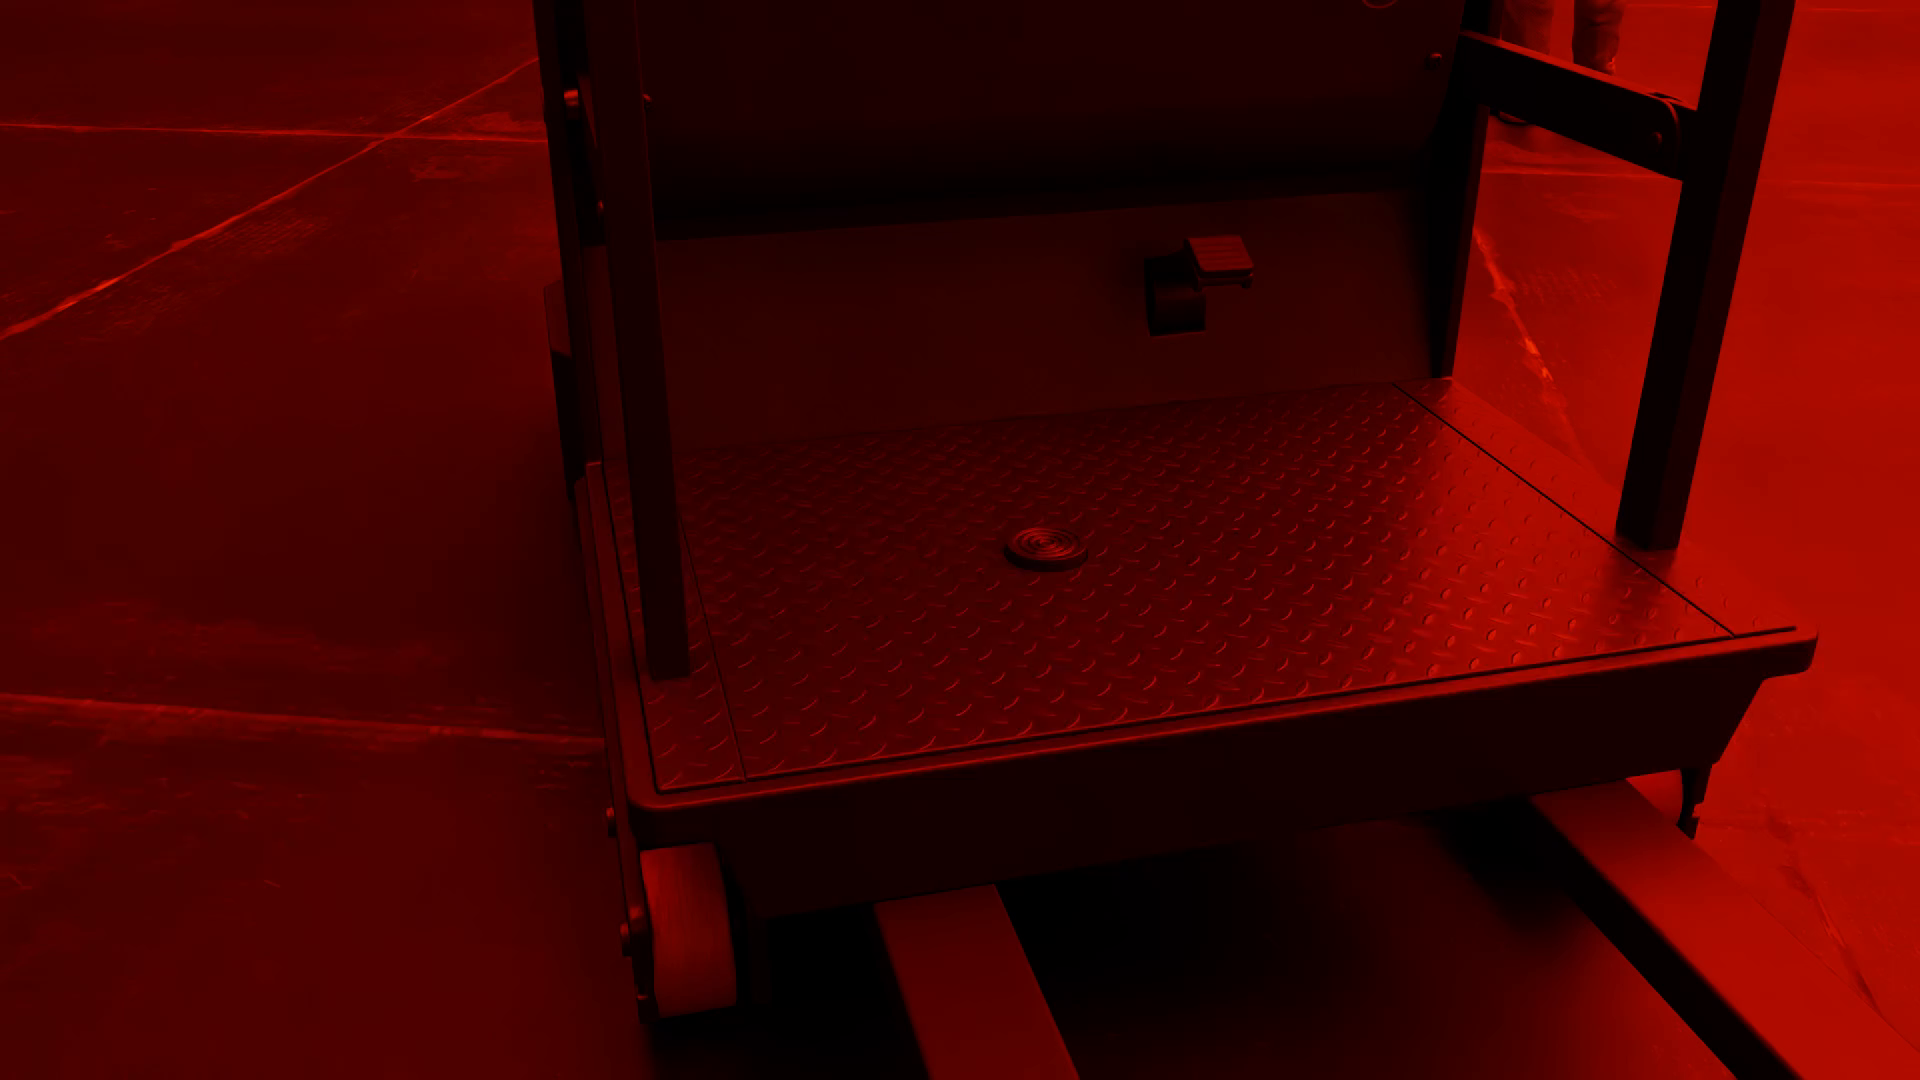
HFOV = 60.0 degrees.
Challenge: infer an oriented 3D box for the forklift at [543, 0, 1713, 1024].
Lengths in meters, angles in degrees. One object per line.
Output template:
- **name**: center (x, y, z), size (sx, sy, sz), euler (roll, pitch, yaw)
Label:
- **forklift**: center (0.016, -1.245, 1.812), size (1.129, 2.843, 1.939), euler (-7, 27, -13)

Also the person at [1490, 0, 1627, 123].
- **person**: center (1.721, -2.099, 4.713), size (0.665, 1.768, 0.575), euler (3, 27, 7)
